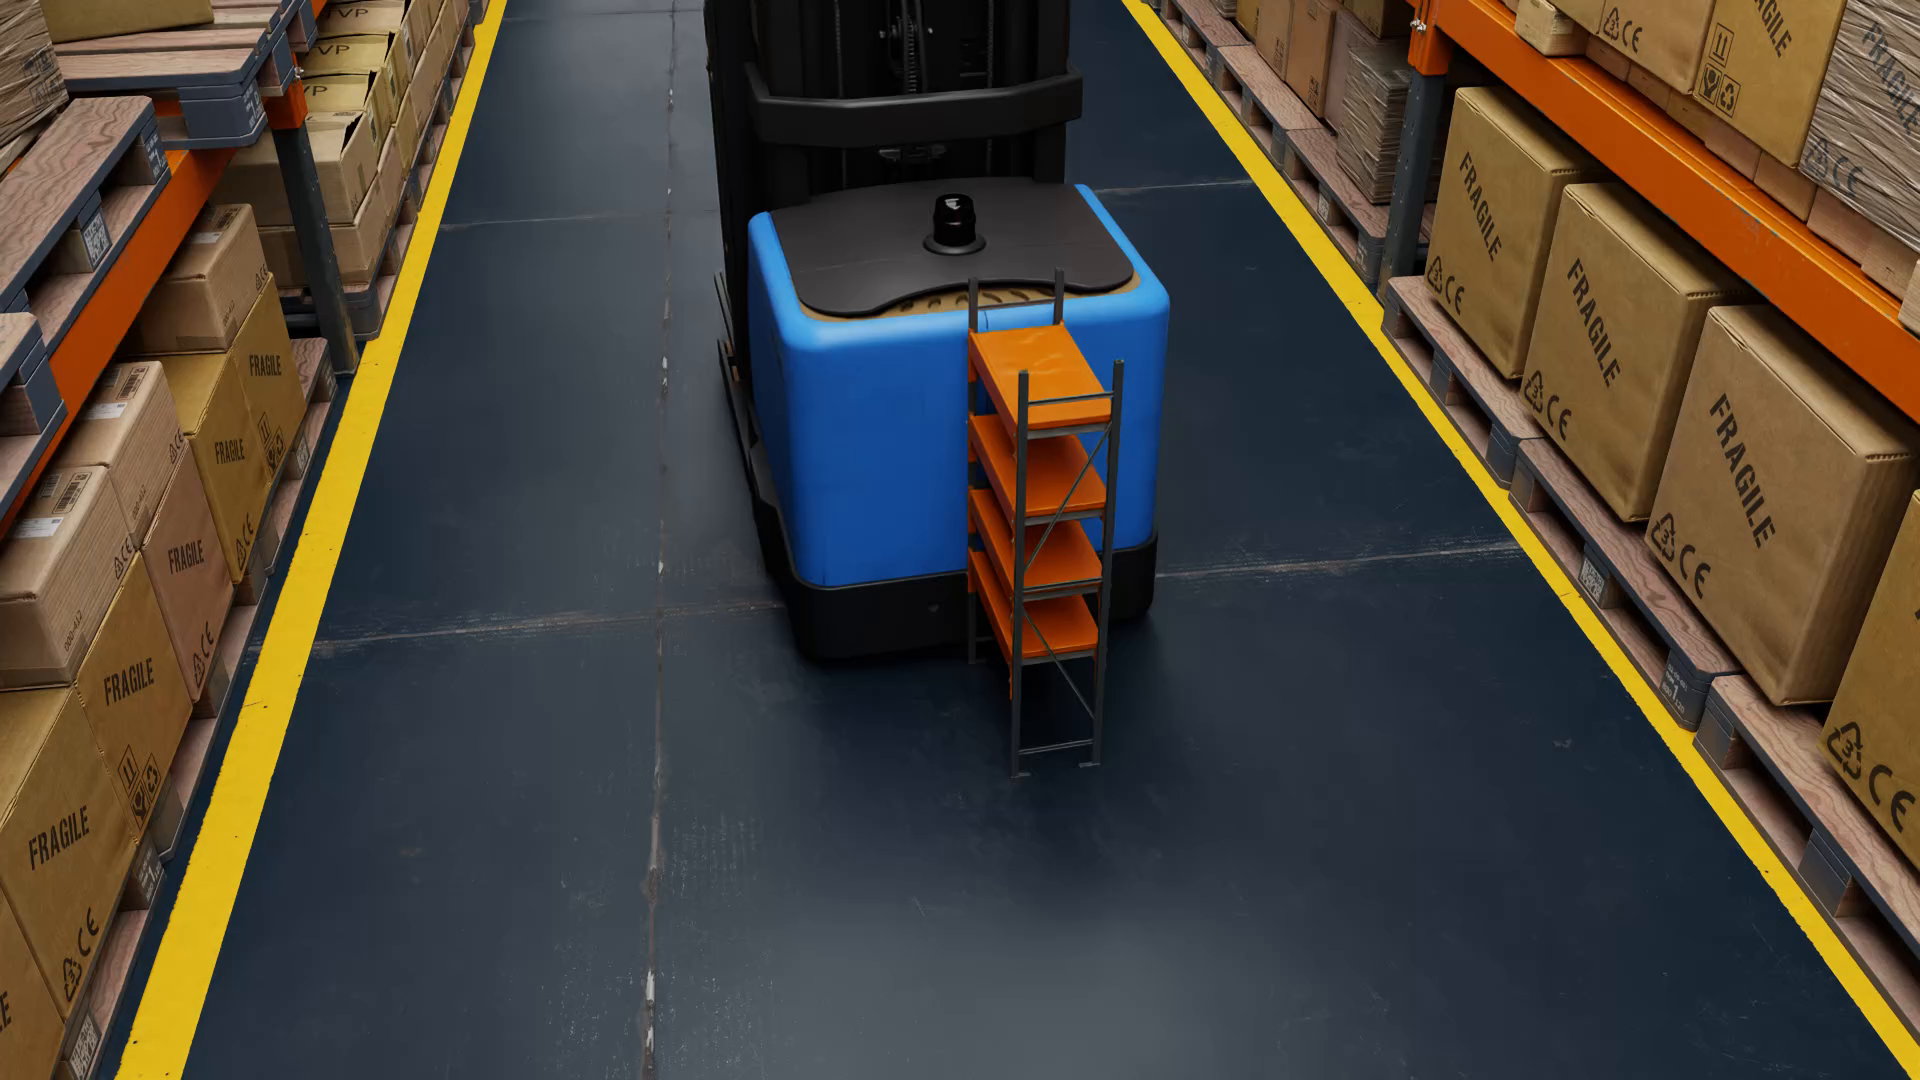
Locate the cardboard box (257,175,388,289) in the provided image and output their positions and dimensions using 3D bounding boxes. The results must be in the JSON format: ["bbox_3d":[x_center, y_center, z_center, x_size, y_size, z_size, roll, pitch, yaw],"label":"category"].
[{"bbox_3d":[-2.515,-1.191,6.402,0.500,0.250,0.500,-4,35,-7],"label":"cardboard box"}]

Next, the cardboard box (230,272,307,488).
[{"bbox_3d":[-2.377,-0.484,5.125,0.500,0.500,0.500,-3,34,-5],"label":"cardboard box"}]

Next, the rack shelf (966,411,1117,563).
[{"bbox_3d":[0.193,-0.153,4.131,0.258,0.148,0.480,-7,35,-11],"label":"rack shelf"}]

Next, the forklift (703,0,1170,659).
[{"bbox_3d":[-0.263,-1.705,5.149,1.130,2.935,3.031,-7,35,-11],"label":"forklift"}]

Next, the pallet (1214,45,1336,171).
[{"bbox_3d":[1.908,-2.179,8.260,1.003,0.211,1.213,-4,35,-6],"label":"pallet"}]

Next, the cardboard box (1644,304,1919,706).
[{"bbox_3d":[2.372,-0.118,4.295,0.750,0.750,0.750,-3,34,-5],"label":"cardboard box"}]

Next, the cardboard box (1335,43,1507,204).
[{"bbox_3d":[2.024,-1.763,7.002,0.700,0.500,0.500,-4,34,-6],"label":"cardboard box"}]

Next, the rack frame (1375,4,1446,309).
[{"bbox_3d":[2.172,-2.216,5.838,1.000,3.000,0.127,-4,35,-6],"label":"rack frame"}]

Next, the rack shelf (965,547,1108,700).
[{"bbox_3d":[0.193,0.196,4.369,0.258,0.148,0.480,-7,35,-11],"label":"rack shelf"}]

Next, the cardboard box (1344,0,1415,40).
[{"bbox_3d":[2.009,-2.396,7.265,0.500,0.250,0.500,-4,34,-5],"label":"cardboard box"}]

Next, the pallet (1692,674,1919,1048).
[{"bbox_3d":[2.532,0.743,3.972,1.003,0.211,1.213,-4,35,-6],"label":"pallet"}]

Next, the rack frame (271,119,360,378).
[{"bbox_3d":[-2.736,-1.839,5.285,1.000,3.000,0.127,-4,35,-6],"label":"rack frame"}]

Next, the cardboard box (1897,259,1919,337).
[{"bbox_3d":[2.243,-0.486,3.504,0.380,0.149,0.250,-4,35,-6],"label":"cardboard box"}]

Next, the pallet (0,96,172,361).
[{"bbox_3d":[-2.470,-0.675,3.747,1.003,0.211,1.213,-4,35,-6],"label":"pallet"}]

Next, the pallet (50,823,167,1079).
[{"bbox_3d":[-2.345,1.095,3.457,1.003,0.211,1.213,-4,35,-6],"label":"pallet"}]

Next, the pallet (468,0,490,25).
[{"bbox_3d":[-3.339,-3.366,10.001,1.003,0.211,1.213,-4,35,-6],"label":"pallet"}]

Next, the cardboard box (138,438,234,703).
[{"bbox_3d":[-2.231,0.098,4.272,0.500,0.500,0.500,-6,35,-8],"label":"cardboard box"}]

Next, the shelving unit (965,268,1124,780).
[{"bbox_3d":[0.193,-0.024,4.219,0.258,1.200,0.503,-7,35,-11],"label":"shelving unit"}]

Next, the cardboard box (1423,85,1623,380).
[{"bbox_3d":[2.141,-1.081,5.709,0.750,0.750,0.750,-5,35,-7],"label":"cardboard box"}]

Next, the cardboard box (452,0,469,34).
[{"bbox_3d":[-2.931,-2.899,8.909,0.500,0.250,0.500,-5,35,-7],"label":"cardboard box"}]

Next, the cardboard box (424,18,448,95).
[{"bbox_3d":[-2.795,-2.331,8.076,0.500,0.250,0.500,-4,34,-5],"label":"cardboard box"}]

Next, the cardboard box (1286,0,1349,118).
[{"bbox_3d":[1.975,-2.334,7.841,0.700,0.500,0.500,-5,35,-7],"label":"cardboard box"}]

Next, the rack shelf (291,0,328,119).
[{"bbox_3d":[-3.005,-2.658,7.125,1.077,0.370,4.000,-4,35,-6],"label":"rack shelf"}]

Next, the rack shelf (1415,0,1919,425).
[{"bbox_3d":[2.441,-0.803,4.403,1.077,0.370,4.000,-4,35,-6],"label":"rack shelf"}]

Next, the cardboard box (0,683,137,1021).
[{"bbox_3d":[-2.104,0.659,3.448,0.500,0.500,0.500,-4,34,-6],"label":"cardboard box"}]

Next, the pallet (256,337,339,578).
[{"bbox_3d":[-2.673,-0.267,5.454,1.003,0.211,1.213,-4,35,-6],"label":"pallet"}]

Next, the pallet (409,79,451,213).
[{"bbox_3d":[-2.969,-1.828,7.745,1.003,0.211,1.213,-4,35,-6],"label":"pallet"}]

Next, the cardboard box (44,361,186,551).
[{"bbox_3d":[-2.224,-0.192,4.031,0.500,0.250,0.500,-5,35,-7],"label":"cardboard box"}]

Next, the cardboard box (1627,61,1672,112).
[{"bbox_3d":[2.164,-1.348,4.770,0.380,0.149,0.250,-4,34,-5],"label":"cardboard box"}]

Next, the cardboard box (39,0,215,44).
[{"bbox_3d":[-2.540,-1.711,4.635,0.700,0.500,0.500,-16,37,-22],"label":"cardboard box"}]

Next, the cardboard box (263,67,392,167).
[{"bbox_3d":[-2.594,-1.715,6.674,0.500,0.311,0.500,-5,35,-8],"label":"cardboard box"}]

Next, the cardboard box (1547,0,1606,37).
[{"bbox_3d":[2.045,-1.805,4.865,0.500,0.500,0.500,-3,34,-5],"label":"cardboard box"}]

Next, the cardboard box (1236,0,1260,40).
[{"bbox_3d":[1.869,-2.903,8.675,0.700,0.500,0.500,-5,35,-7],"label":"cardboard box"}]

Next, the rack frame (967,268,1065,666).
[{"bbox_3d":[0.139,-0.158,4.416,0.240,1.200,0.015,-7,35,-11],"label":"rack frame"}]

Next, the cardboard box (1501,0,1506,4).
[{"bbox_3d":[1.987,-1.919,5.608,0.380,0.149,0.250,-5,35,-7],"label":"cardboard box"}]

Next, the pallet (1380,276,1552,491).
[{"bbox_3d":[2.204,-0.618,5.970,1.003,0.211,1.213,-4,35,-6],"label":"pallet"}]

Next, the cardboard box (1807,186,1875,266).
[{"bbox_3d":[2.257,-0.768,3.919,0.380,0.149,0.250,-5,35,-8],"label":"cardboard box"}]

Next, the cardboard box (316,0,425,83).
[{"bbox_3d":[-2.730,-2.287,7.512,0.500,0.311,0.500,-5,35,-7],"label":"cardboard box"}]

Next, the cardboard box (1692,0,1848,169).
[{"bbox_3d":[2.189,-1.238,4.033,0.500,0.500,0.500,-3,34,-5],"label":"cardboard box"}]

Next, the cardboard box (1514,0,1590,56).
[{"bbox_3d":[1.964,-1.623,5.174,0.380,0.149,0.250,-3,34,-5],"label":"cardboard box"}]

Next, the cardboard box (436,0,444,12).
[{"bbox_3d":[-2.859,-2.846,8.333,0.500,0.311,0.500,-3,34,-5],"label":"cardboard box"}]

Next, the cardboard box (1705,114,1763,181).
[{"bbox_3d":[2.204,-1.064,4.353,0.380,0.149,0.250,-4,34,-6],"label":"cardboard box"}]

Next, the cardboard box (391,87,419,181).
[{"bbox_3d":[-2.660,-1.761,7.239,0.500,0.250,0.500,-5,35,-8],"label":"cardboard box"}]
